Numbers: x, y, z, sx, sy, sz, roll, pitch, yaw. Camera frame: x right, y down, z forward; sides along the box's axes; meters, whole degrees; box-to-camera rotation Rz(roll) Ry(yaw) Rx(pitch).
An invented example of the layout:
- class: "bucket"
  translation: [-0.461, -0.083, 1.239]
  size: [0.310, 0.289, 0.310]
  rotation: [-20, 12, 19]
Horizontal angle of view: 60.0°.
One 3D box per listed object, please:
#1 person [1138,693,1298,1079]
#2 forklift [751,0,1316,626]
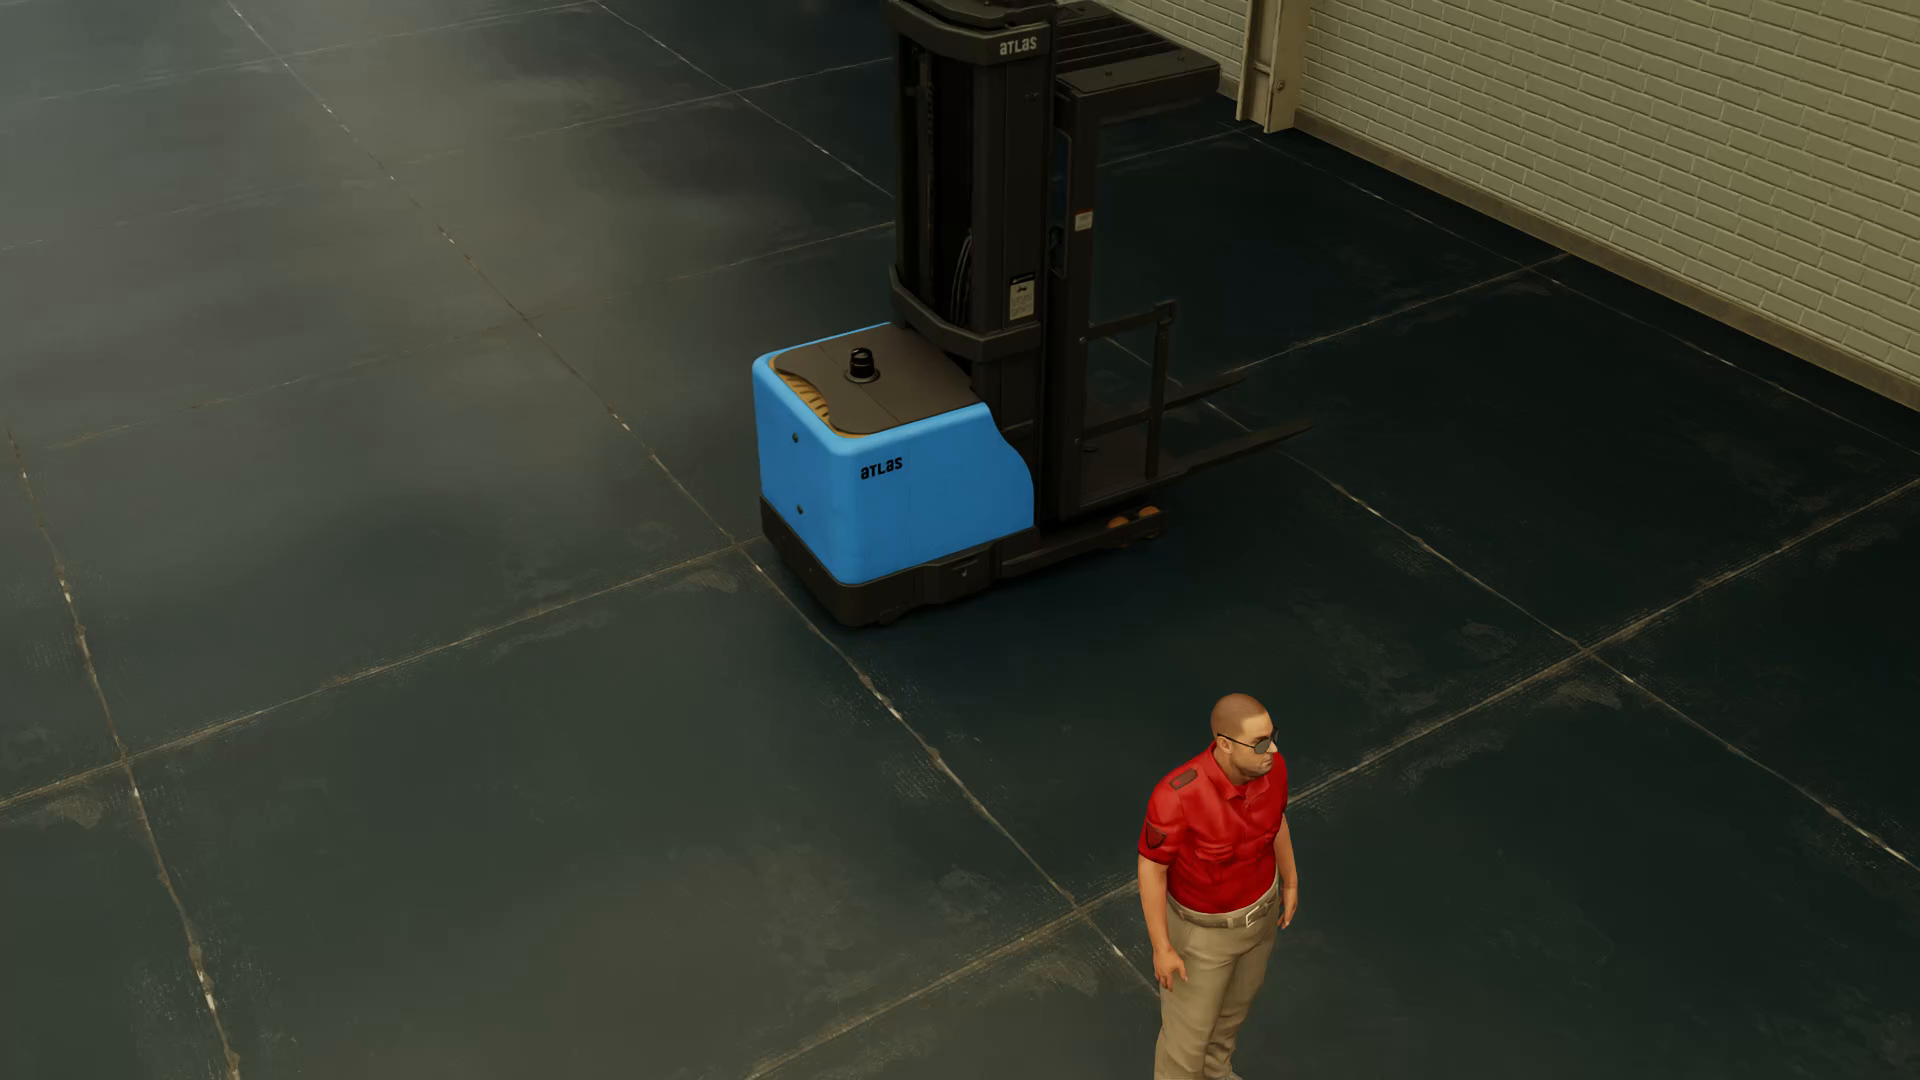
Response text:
- class: "person"
  translation: [0.896, 1.274, 5.368]
  size: [0.640, 1.727, 0.551]
  rotation: [-23, 41, -29]
- class: "forklift"
  translation: [0.503, -1.397, 8.136]
  size: [3.031, 2.935, 1.130]
  rotation: [-18, 39, -24]
